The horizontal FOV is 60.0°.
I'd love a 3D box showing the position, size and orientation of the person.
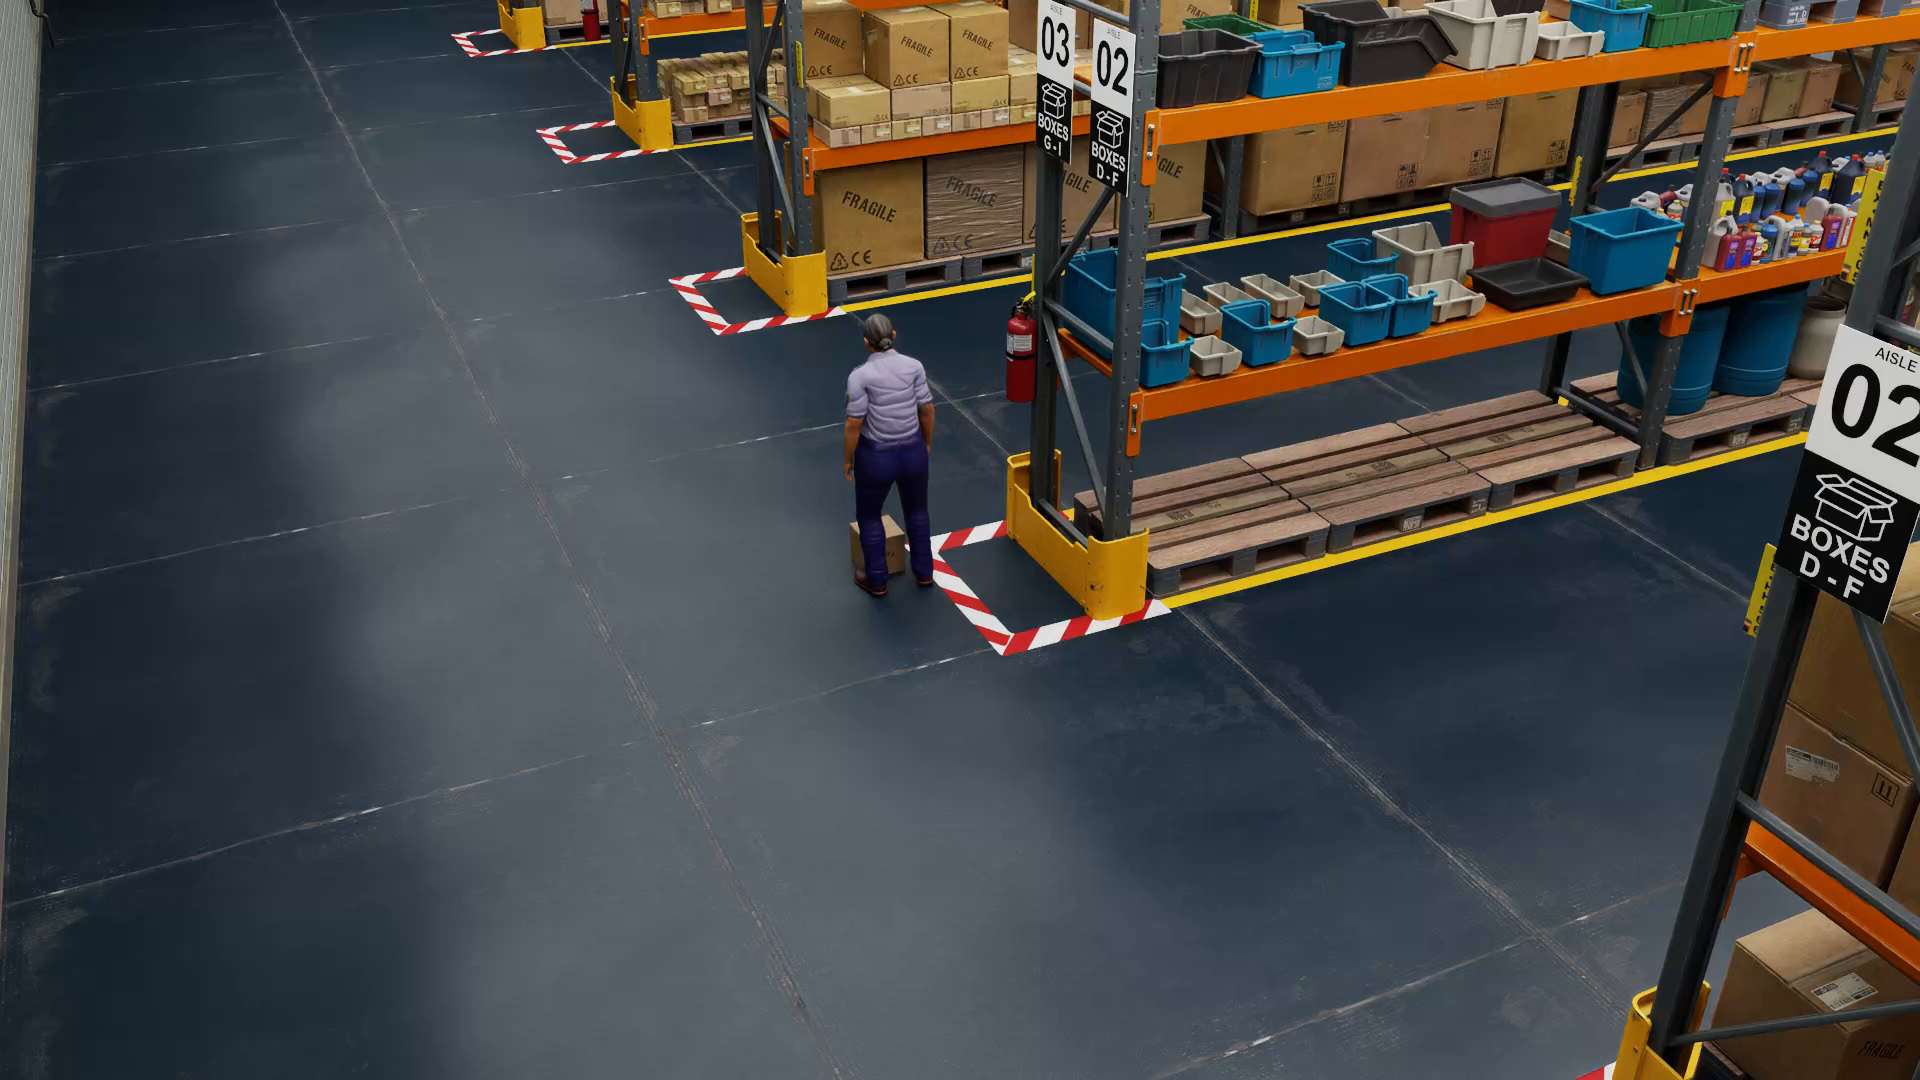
[{"bbox_3d":[-0.385,-0.462,9.266,0.551,1.651,0.367,-12,32,-20],"label":"person"}]
